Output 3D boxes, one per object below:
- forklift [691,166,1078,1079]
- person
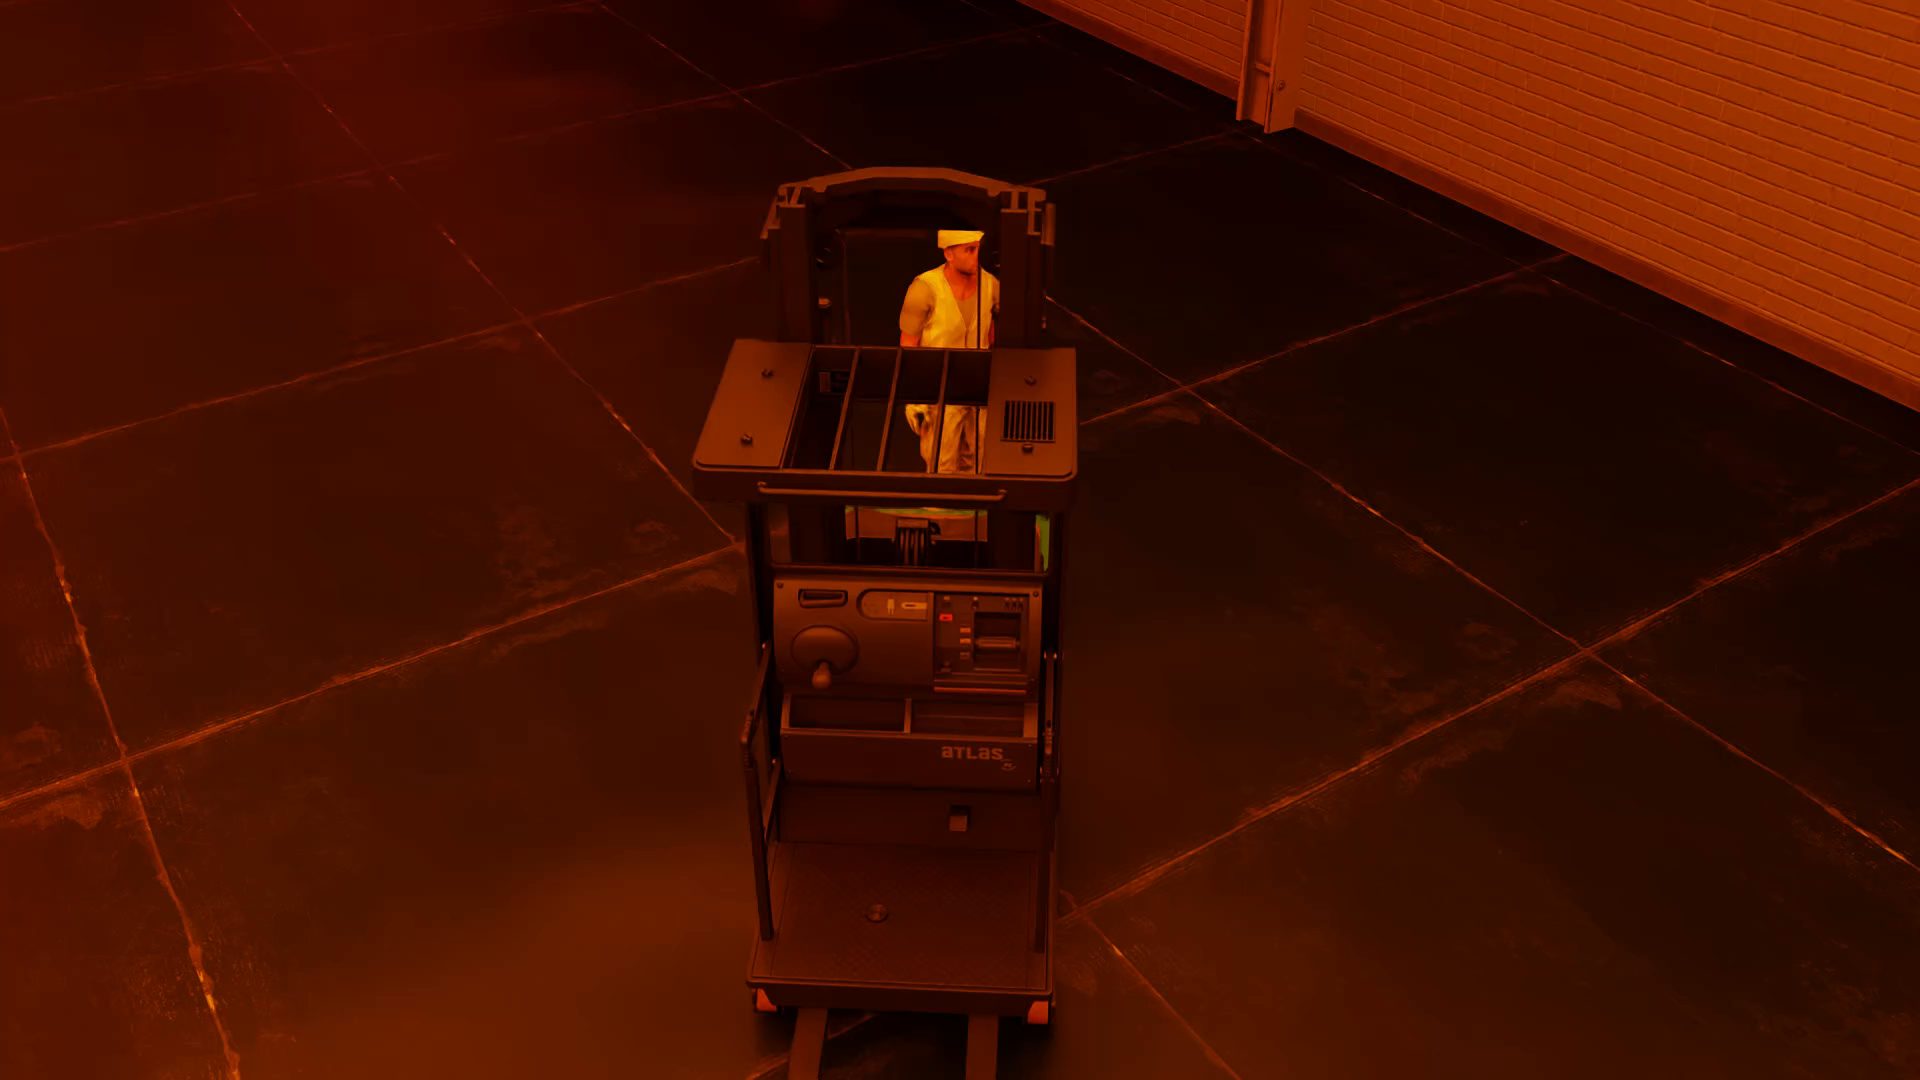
[{"bbox_3d":[-0.191,0.393,5.589,1.130,2.935,3.031,2,35,3],"label":"forklift"},{"bbox_3d":[0.033,-0.696,8.118,0.638,1.788,0.563,-21,40,-27],"label":"person"}]
